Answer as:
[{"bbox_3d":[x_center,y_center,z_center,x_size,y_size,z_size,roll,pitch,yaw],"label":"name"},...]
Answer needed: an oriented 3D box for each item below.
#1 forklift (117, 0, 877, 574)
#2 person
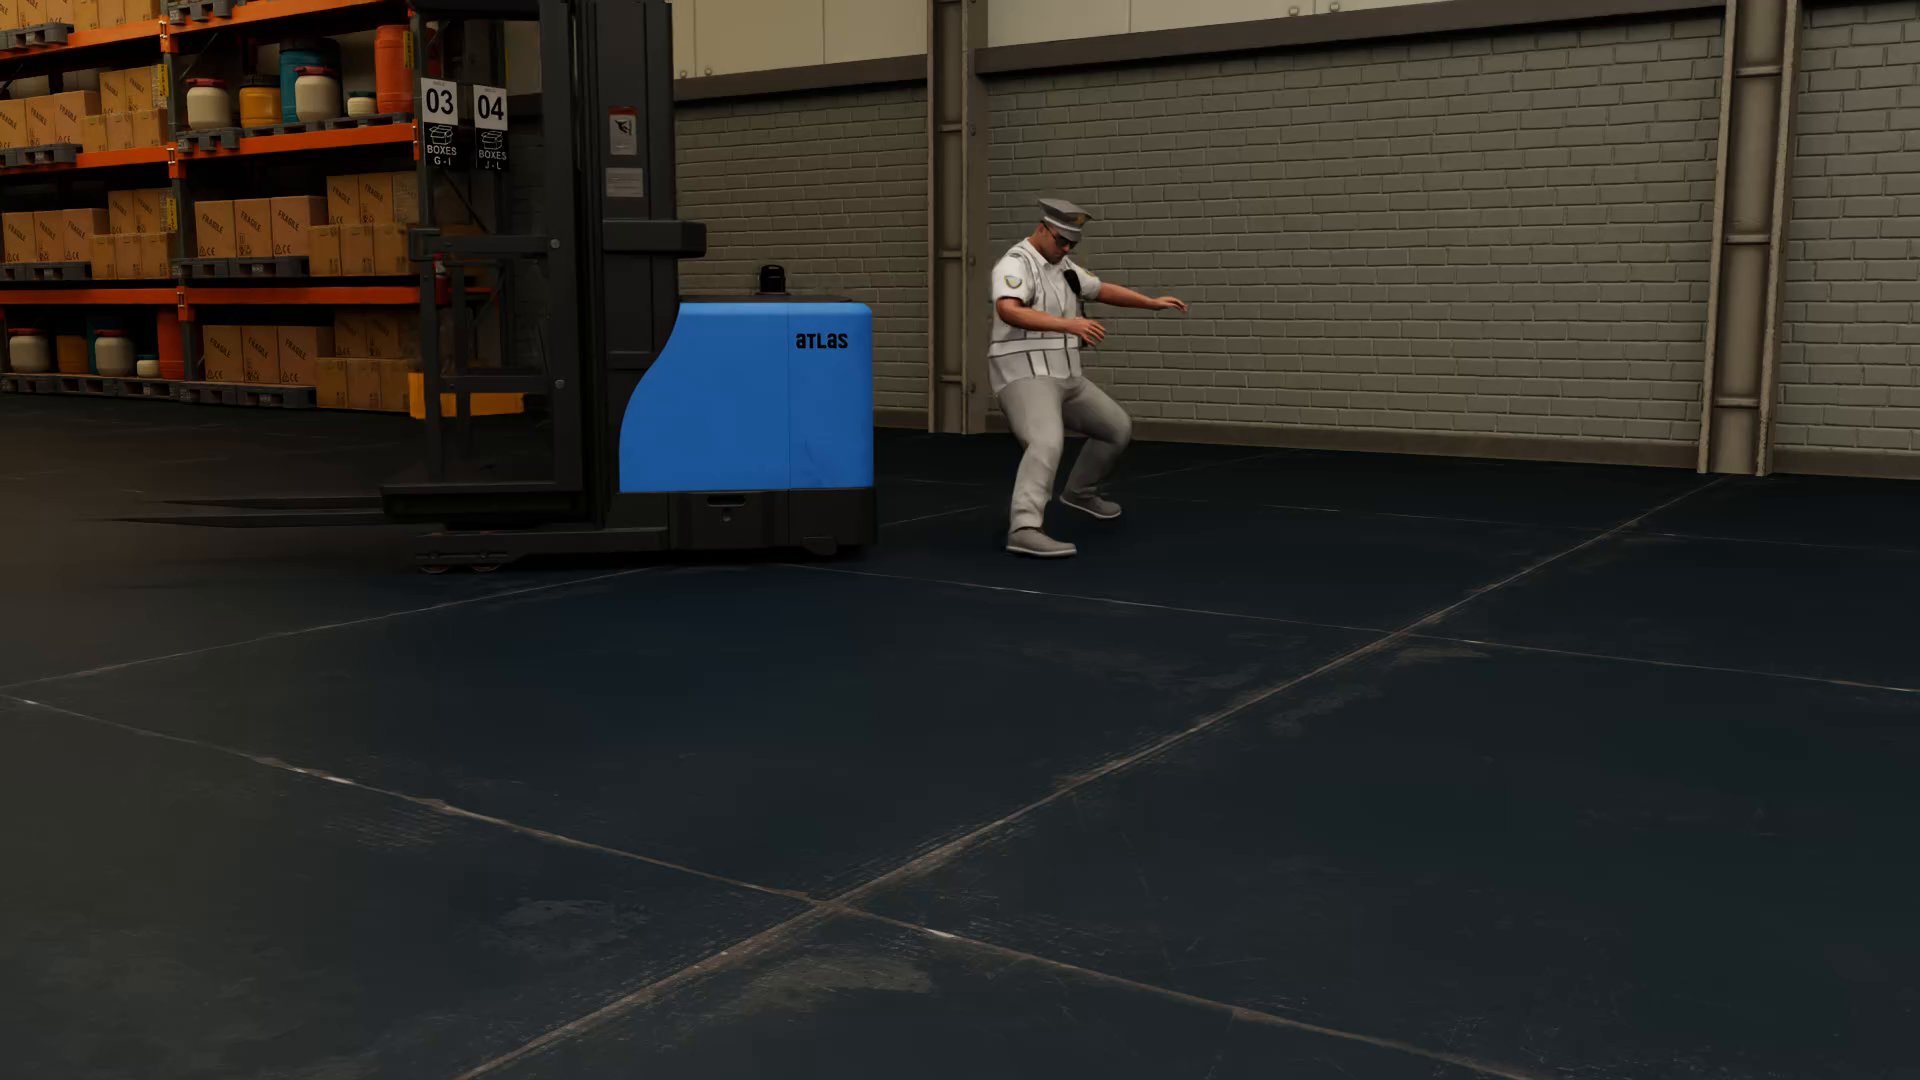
[{"bbox_3d":[-1.916,-1.397,7.015,3.031,2.935,1.130,-1,8,-10],"label":"forklift"},{"bbox_3d":[0.529,-0.775,7.573,0.746,1.538,1.282,6,10,37],"label":"person"}]
